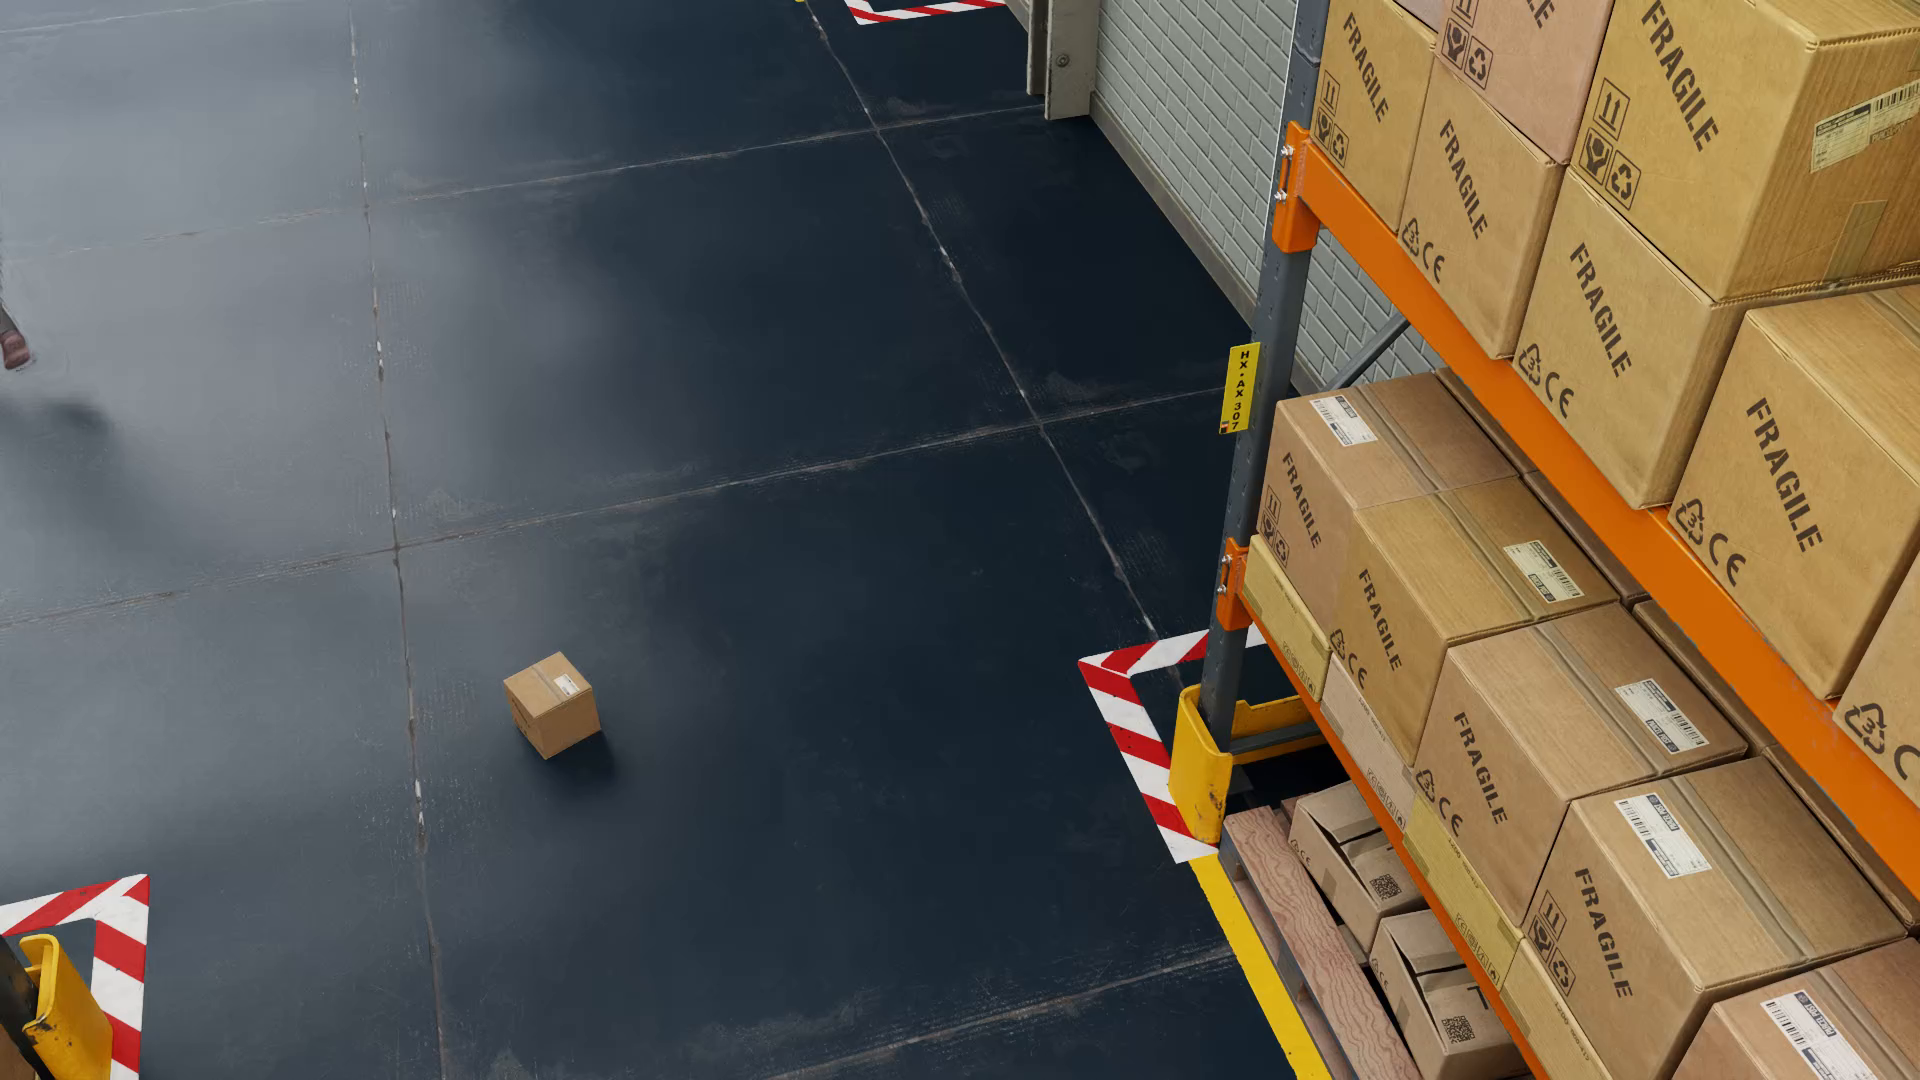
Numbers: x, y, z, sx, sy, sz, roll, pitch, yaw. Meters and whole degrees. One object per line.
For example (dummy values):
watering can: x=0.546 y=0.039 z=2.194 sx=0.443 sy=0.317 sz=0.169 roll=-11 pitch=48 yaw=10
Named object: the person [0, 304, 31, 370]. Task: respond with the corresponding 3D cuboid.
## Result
person: x=-4.801 y=-1.416 z=7.683 sx=0.491 sy=1.649 sz=0.444 roll=23 pitch=47 yaw=23
